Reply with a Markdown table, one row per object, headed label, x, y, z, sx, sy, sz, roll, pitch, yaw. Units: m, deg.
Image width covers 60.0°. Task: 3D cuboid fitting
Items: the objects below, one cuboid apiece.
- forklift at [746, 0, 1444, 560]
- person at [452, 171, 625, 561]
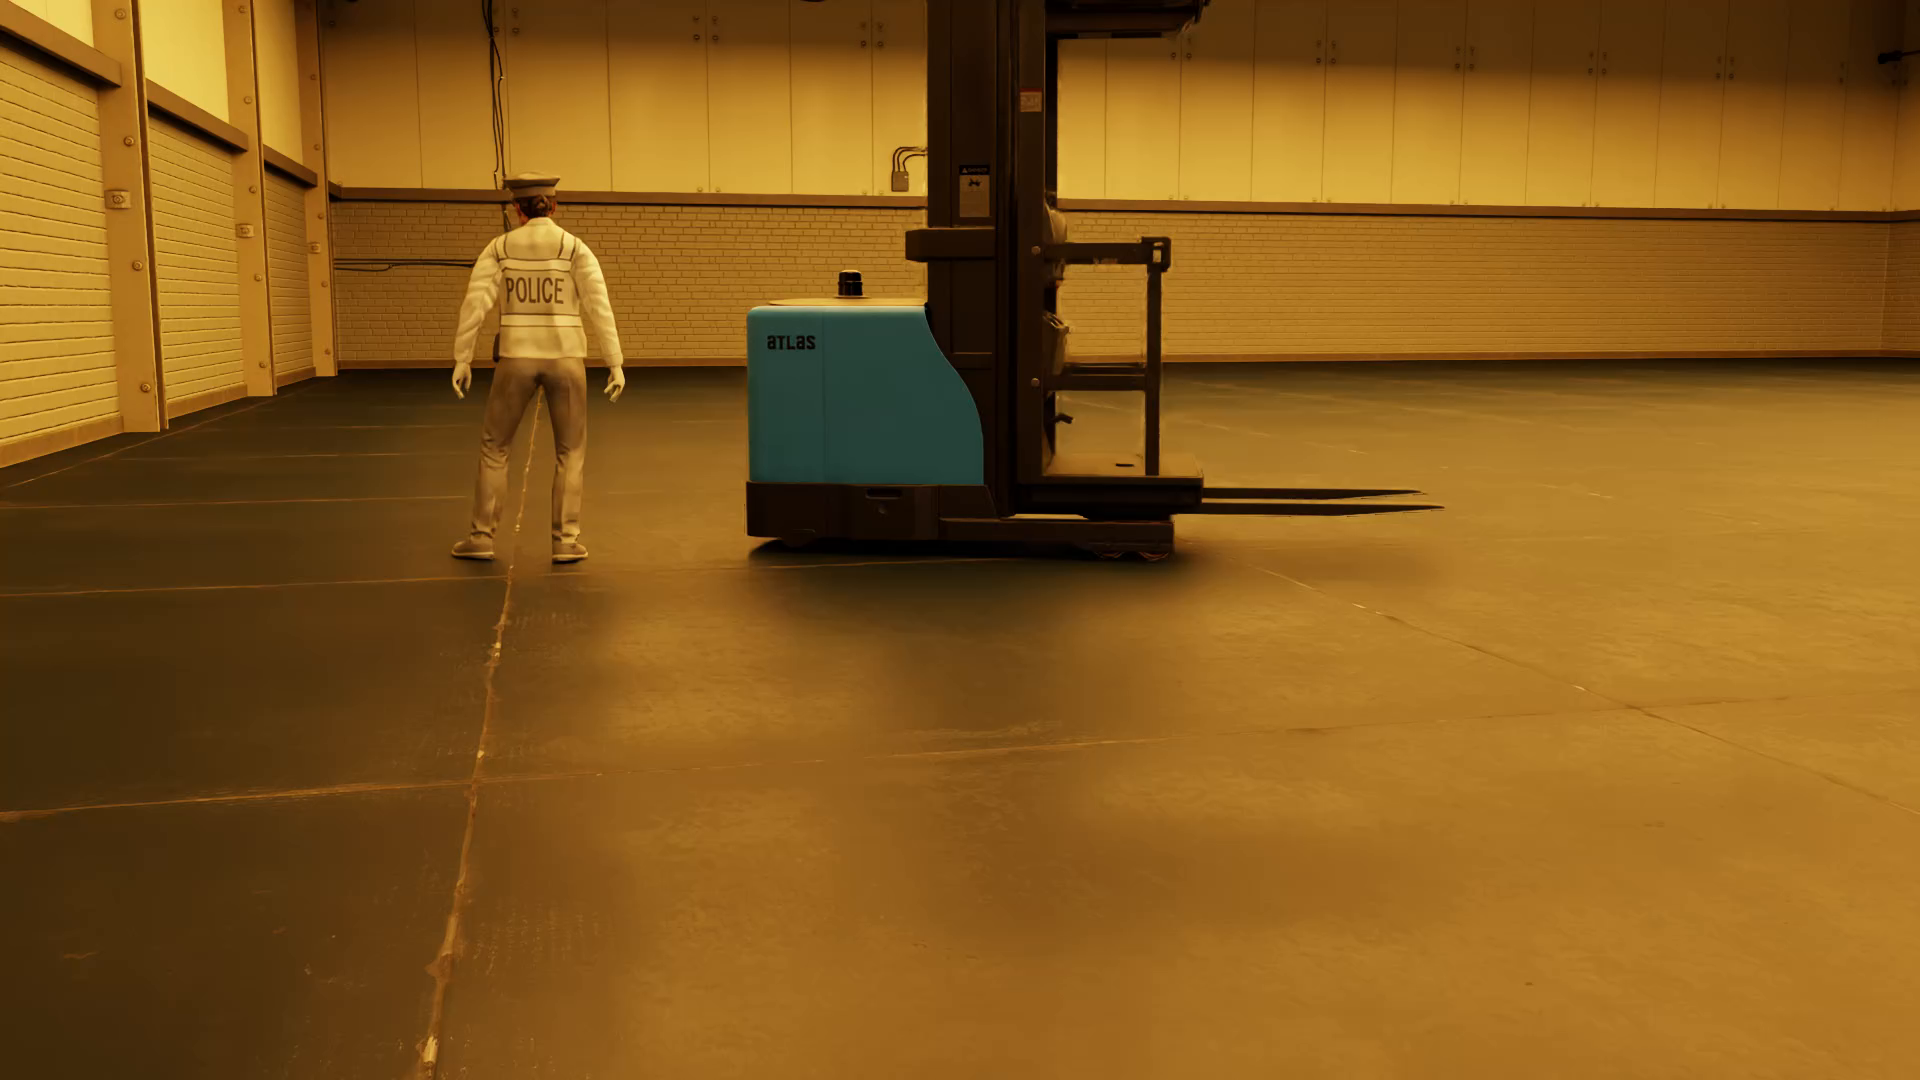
| label | x | y | z | sx | sy | sz | roll | pitch | yaw |
| --- | --- | --- | --- | --- | --- | --- | --- | --- | --- |
| forklift | 0.607 | -1.442 | 7.439 | 3.031 | 2.935 | 1.130 | 1 | 8 | 6 |
| person | -1.805 | -0.728 | 7.035 | 0.770 | 1.639 | 0.373 | -1 | 8 | -7 |
